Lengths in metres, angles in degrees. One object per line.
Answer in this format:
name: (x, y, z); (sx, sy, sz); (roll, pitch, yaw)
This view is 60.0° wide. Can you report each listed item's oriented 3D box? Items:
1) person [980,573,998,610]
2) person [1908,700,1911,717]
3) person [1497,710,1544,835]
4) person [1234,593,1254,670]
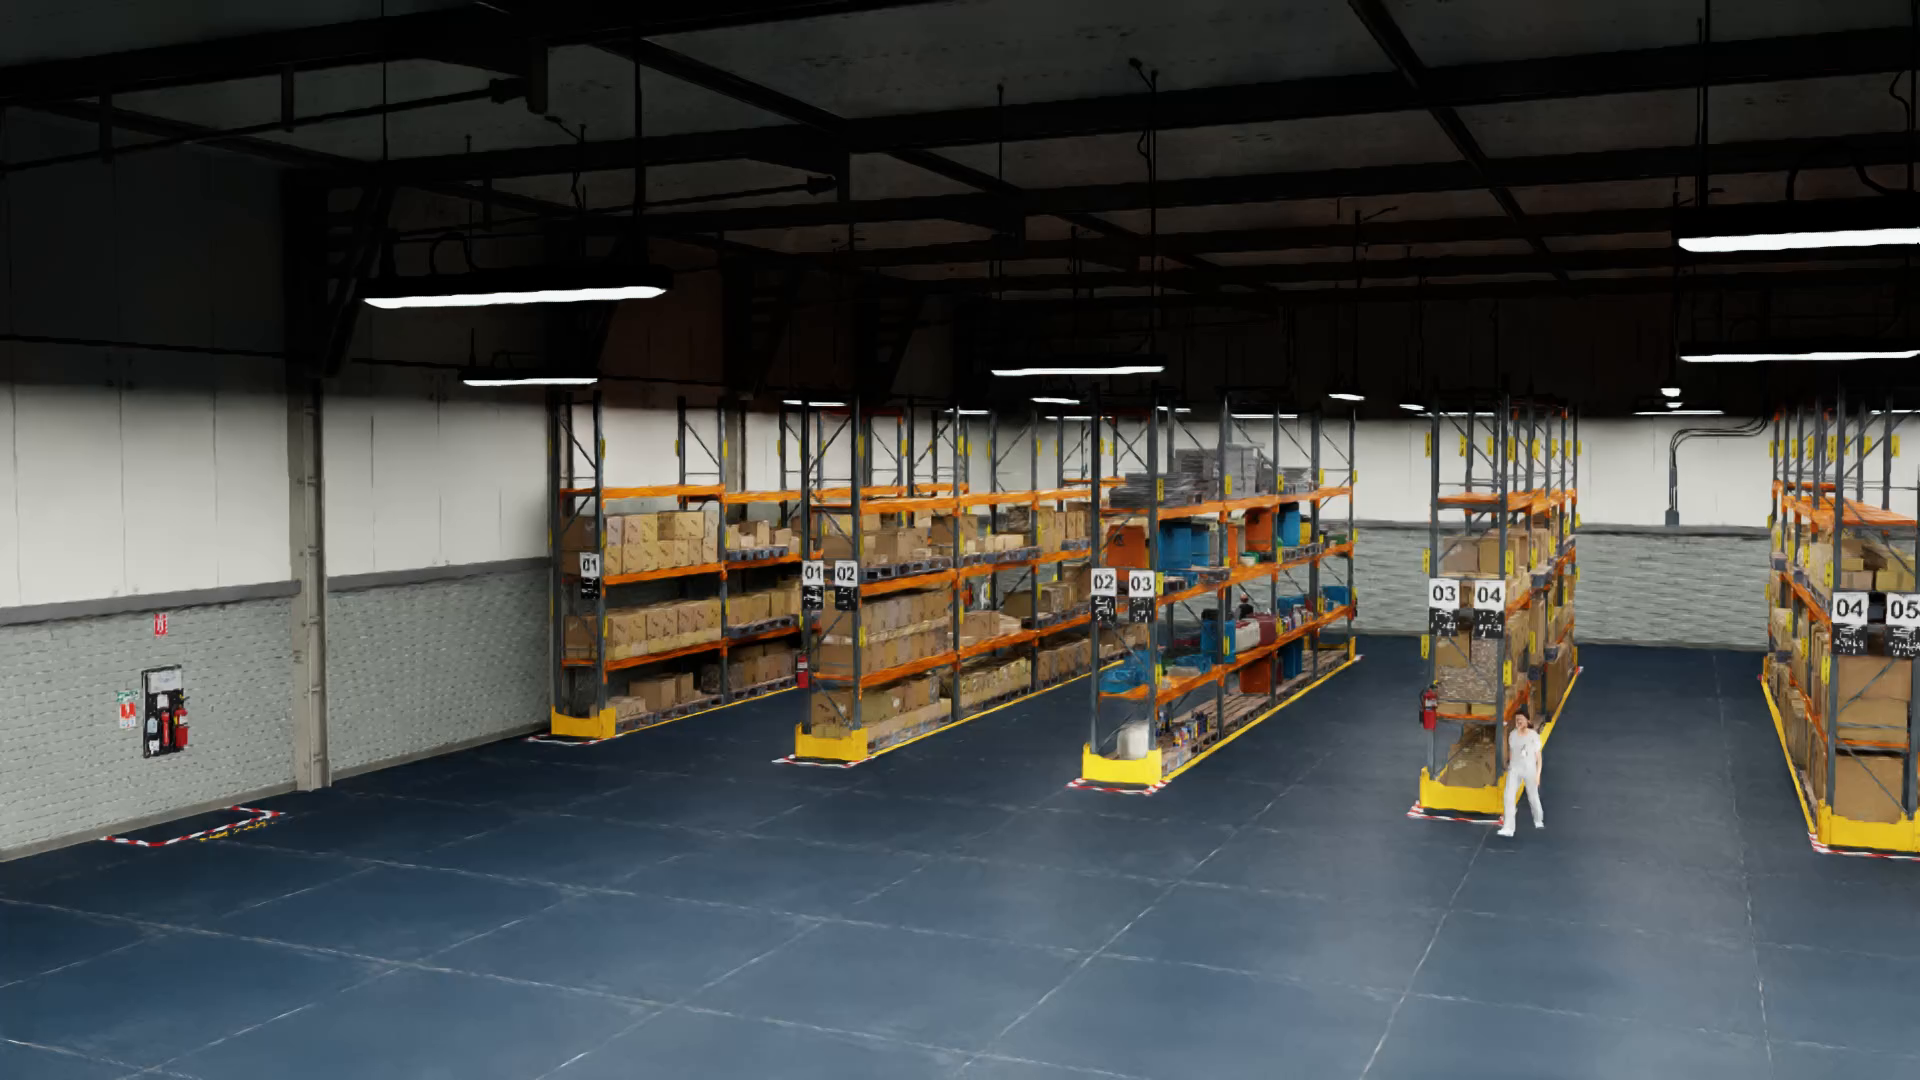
person: (0.785, 1.686, 45.047); (0.543, 1.645, 0.912); (0, 3, -3)
person: (17.656, 2.447, 30.884); (0.408, 1.680, 0.538); (0, 3, -8)
person: (7.319, 2.996, 21.533); (0.461, 1.622, 0.926); (3, 4, 39)
person: (6.384, 2.057, 37.512); (0.627, 1.718, 0.569); (-2, 4, -37)
